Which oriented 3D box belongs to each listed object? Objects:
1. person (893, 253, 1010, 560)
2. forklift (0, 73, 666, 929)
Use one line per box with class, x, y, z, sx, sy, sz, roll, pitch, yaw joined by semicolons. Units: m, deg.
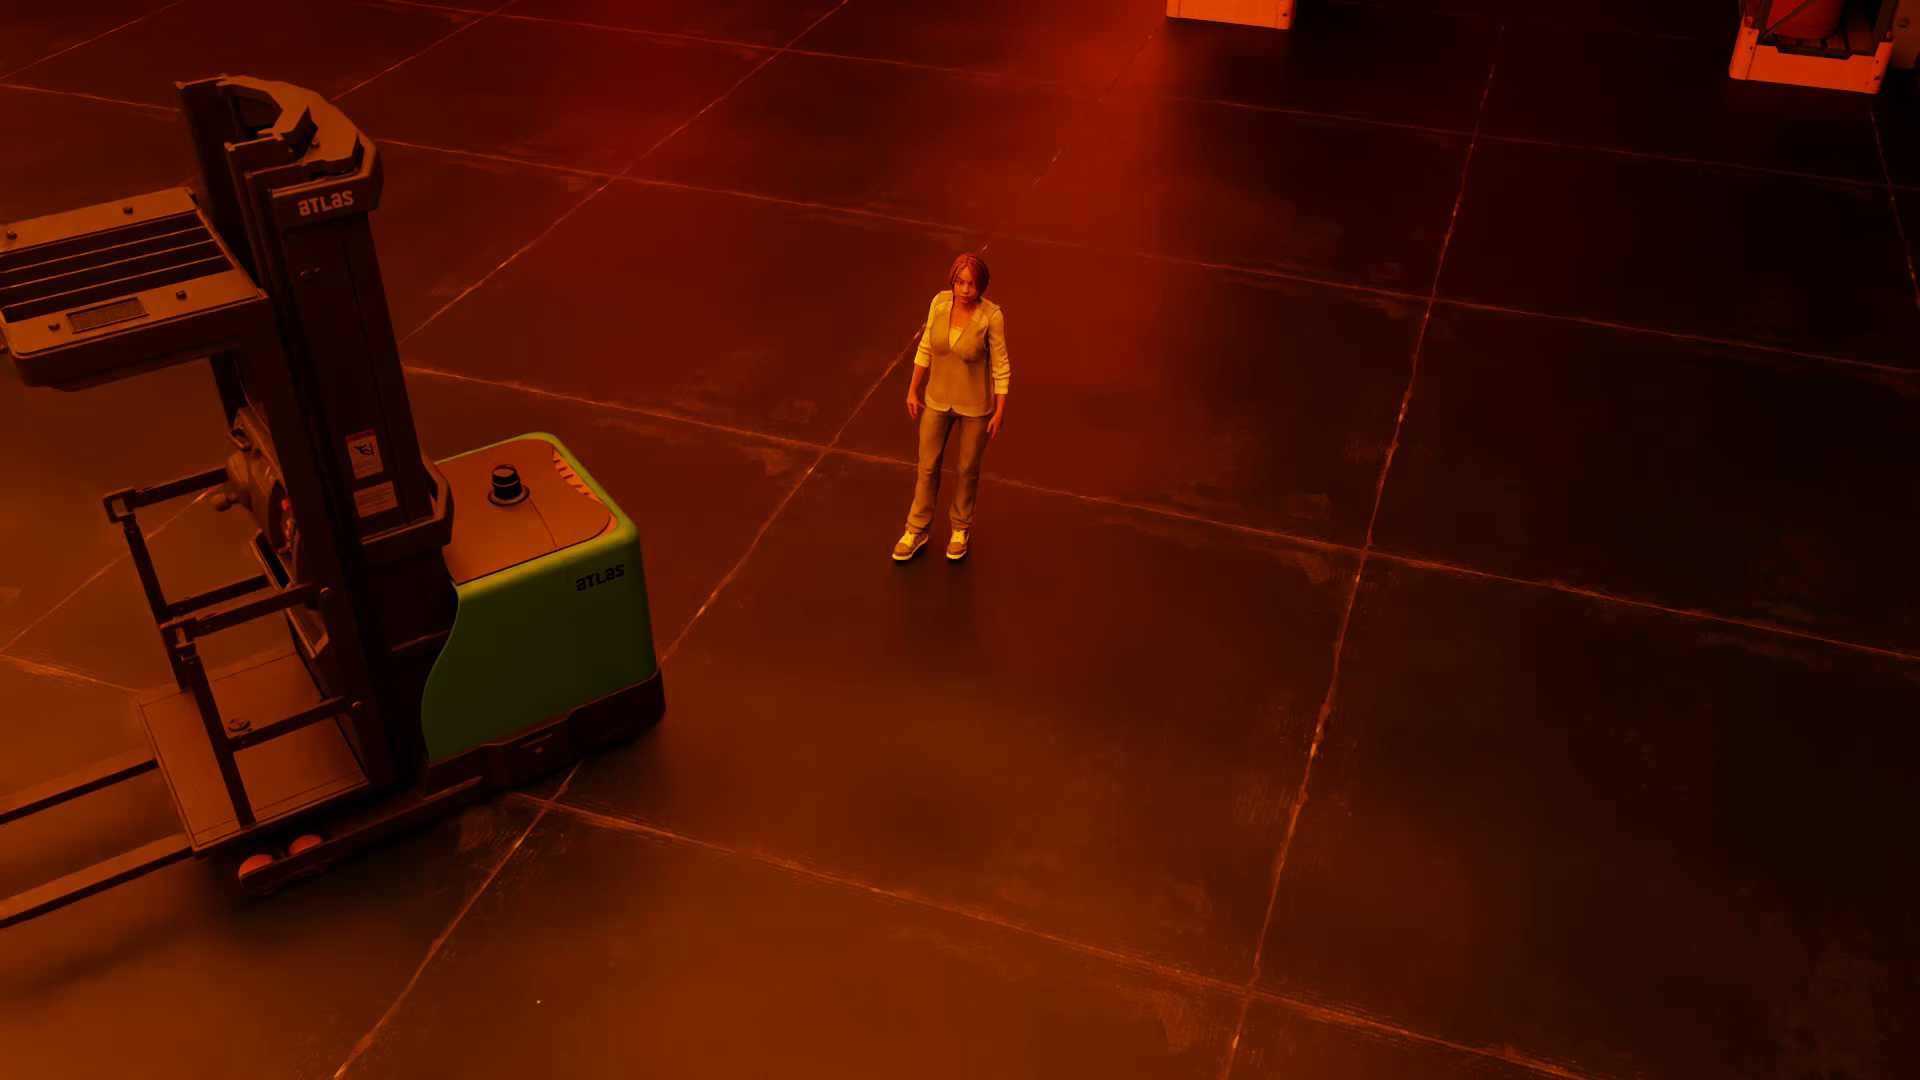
person;-0.038;-0.620;8.125;0.520;1.599;0.473;12;37;16
forklift;-2.829;-0.126;6.288;3.031;2.935;1.130;-21;40;-27
